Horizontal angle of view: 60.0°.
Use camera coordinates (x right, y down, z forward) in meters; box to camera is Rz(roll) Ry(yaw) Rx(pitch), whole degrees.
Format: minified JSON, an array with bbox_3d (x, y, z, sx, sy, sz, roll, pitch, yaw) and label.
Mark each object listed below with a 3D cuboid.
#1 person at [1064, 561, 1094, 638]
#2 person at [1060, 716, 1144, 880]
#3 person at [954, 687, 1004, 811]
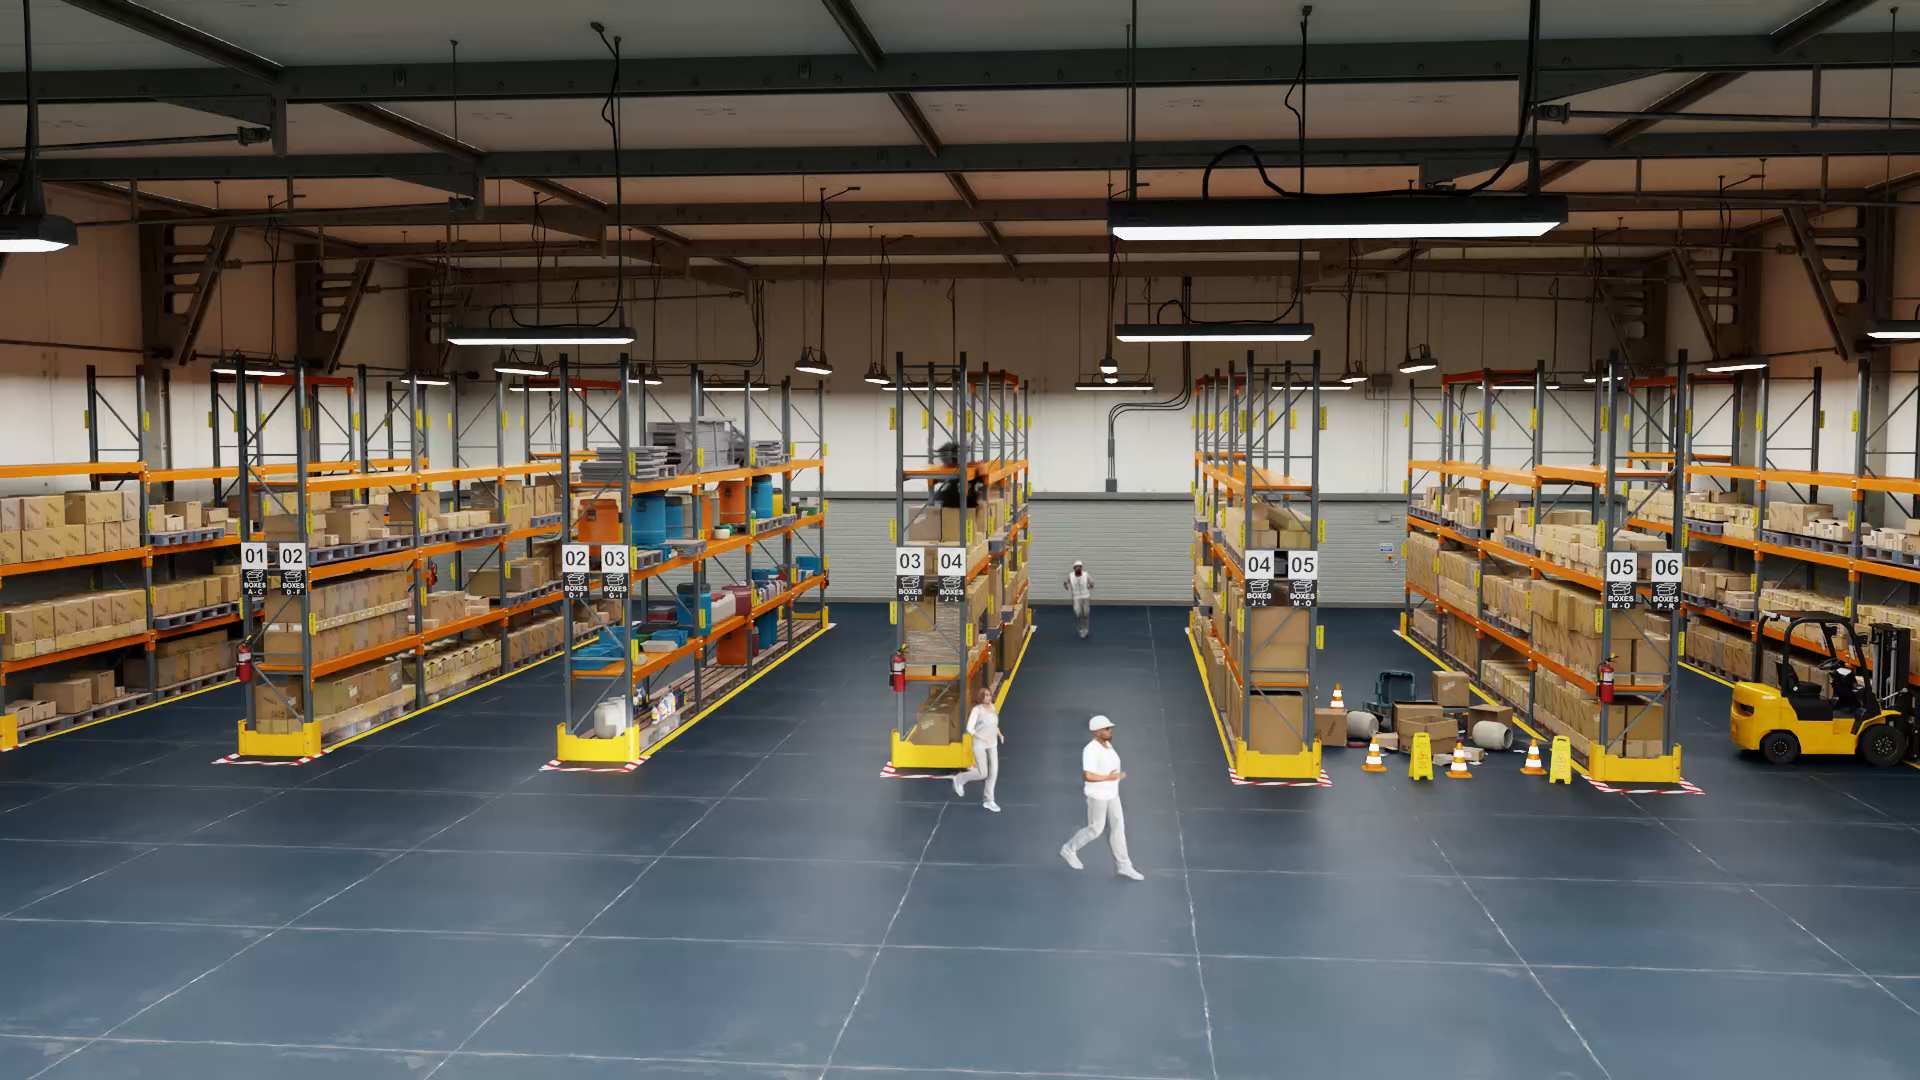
[{"bbox_3d":[2.771,1.393,38.578,0.677,1.819,0.719,0,4,-4],"label":"person"},{"bbox_3d":[1.550,2.800,18.182,0.962,1.771,0.695,2,5,31],"label":"person"},{"bbox_3d":[0.276,2.695,21.628,0.544,1.588,0.710,-4,6,-44],"label":"person"}]
